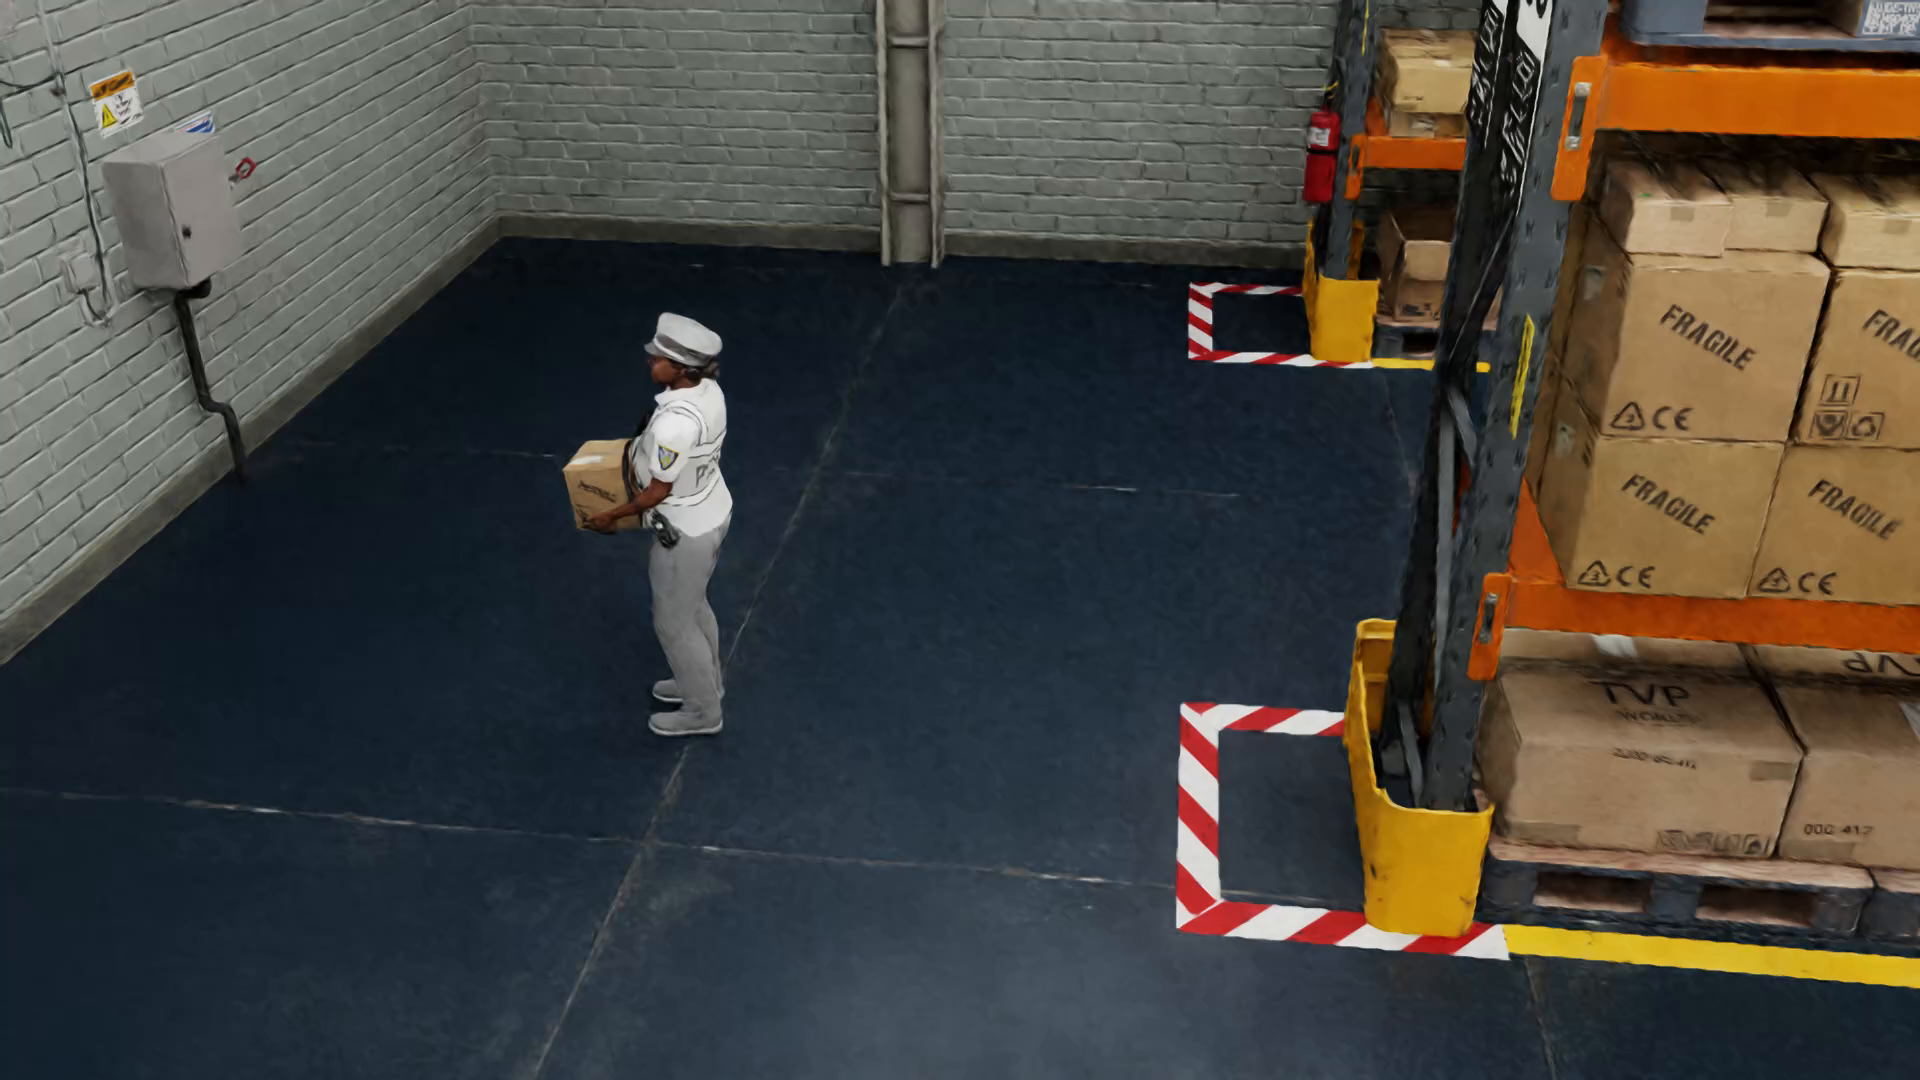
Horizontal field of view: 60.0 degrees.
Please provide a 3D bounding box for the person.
[{"bbox_3d":[-1.095,-0.058,6.205,0.530,1.687,0.451,4,29,7],"label":"person"}]
